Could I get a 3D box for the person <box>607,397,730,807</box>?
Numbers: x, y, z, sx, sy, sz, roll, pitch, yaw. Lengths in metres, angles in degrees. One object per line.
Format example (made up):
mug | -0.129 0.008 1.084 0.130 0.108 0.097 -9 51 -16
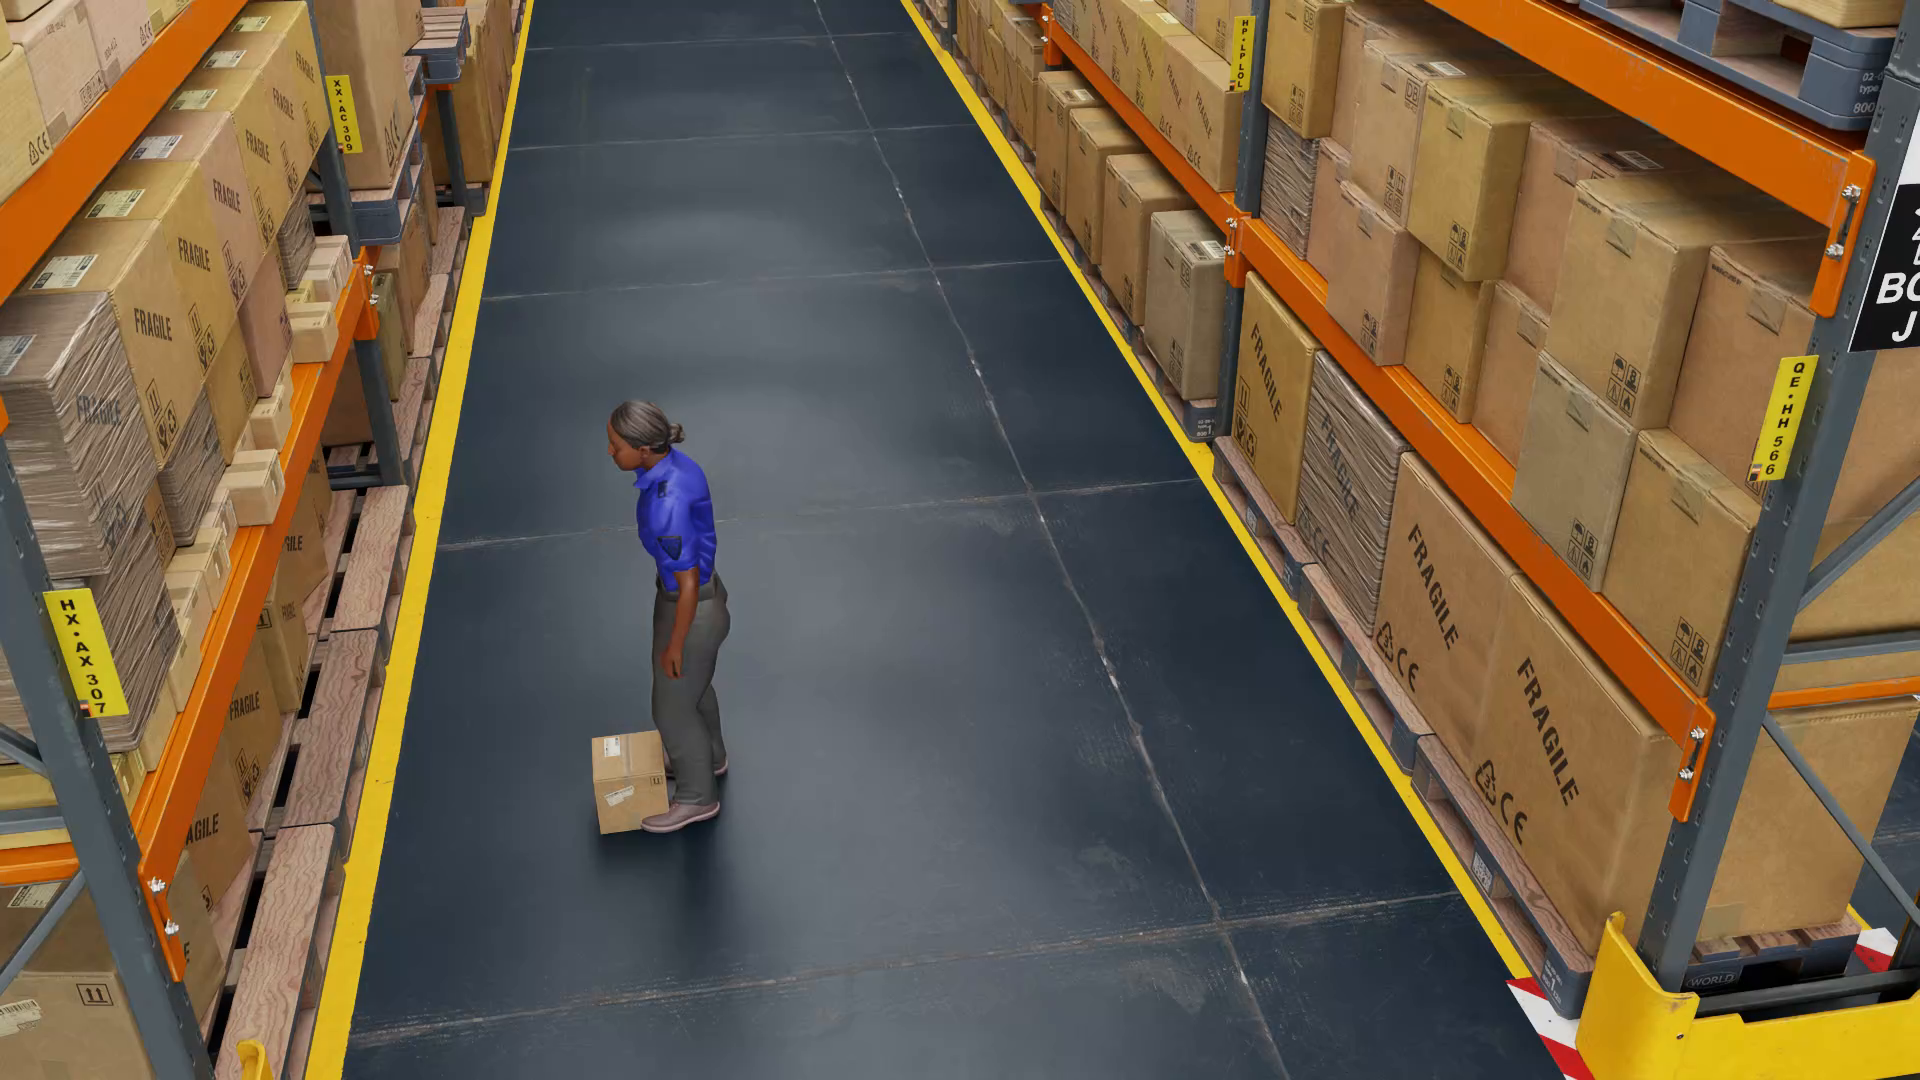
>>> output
person | -0.966 0.220 5.700 0.347 1.586 0.493 -5 31 -9
